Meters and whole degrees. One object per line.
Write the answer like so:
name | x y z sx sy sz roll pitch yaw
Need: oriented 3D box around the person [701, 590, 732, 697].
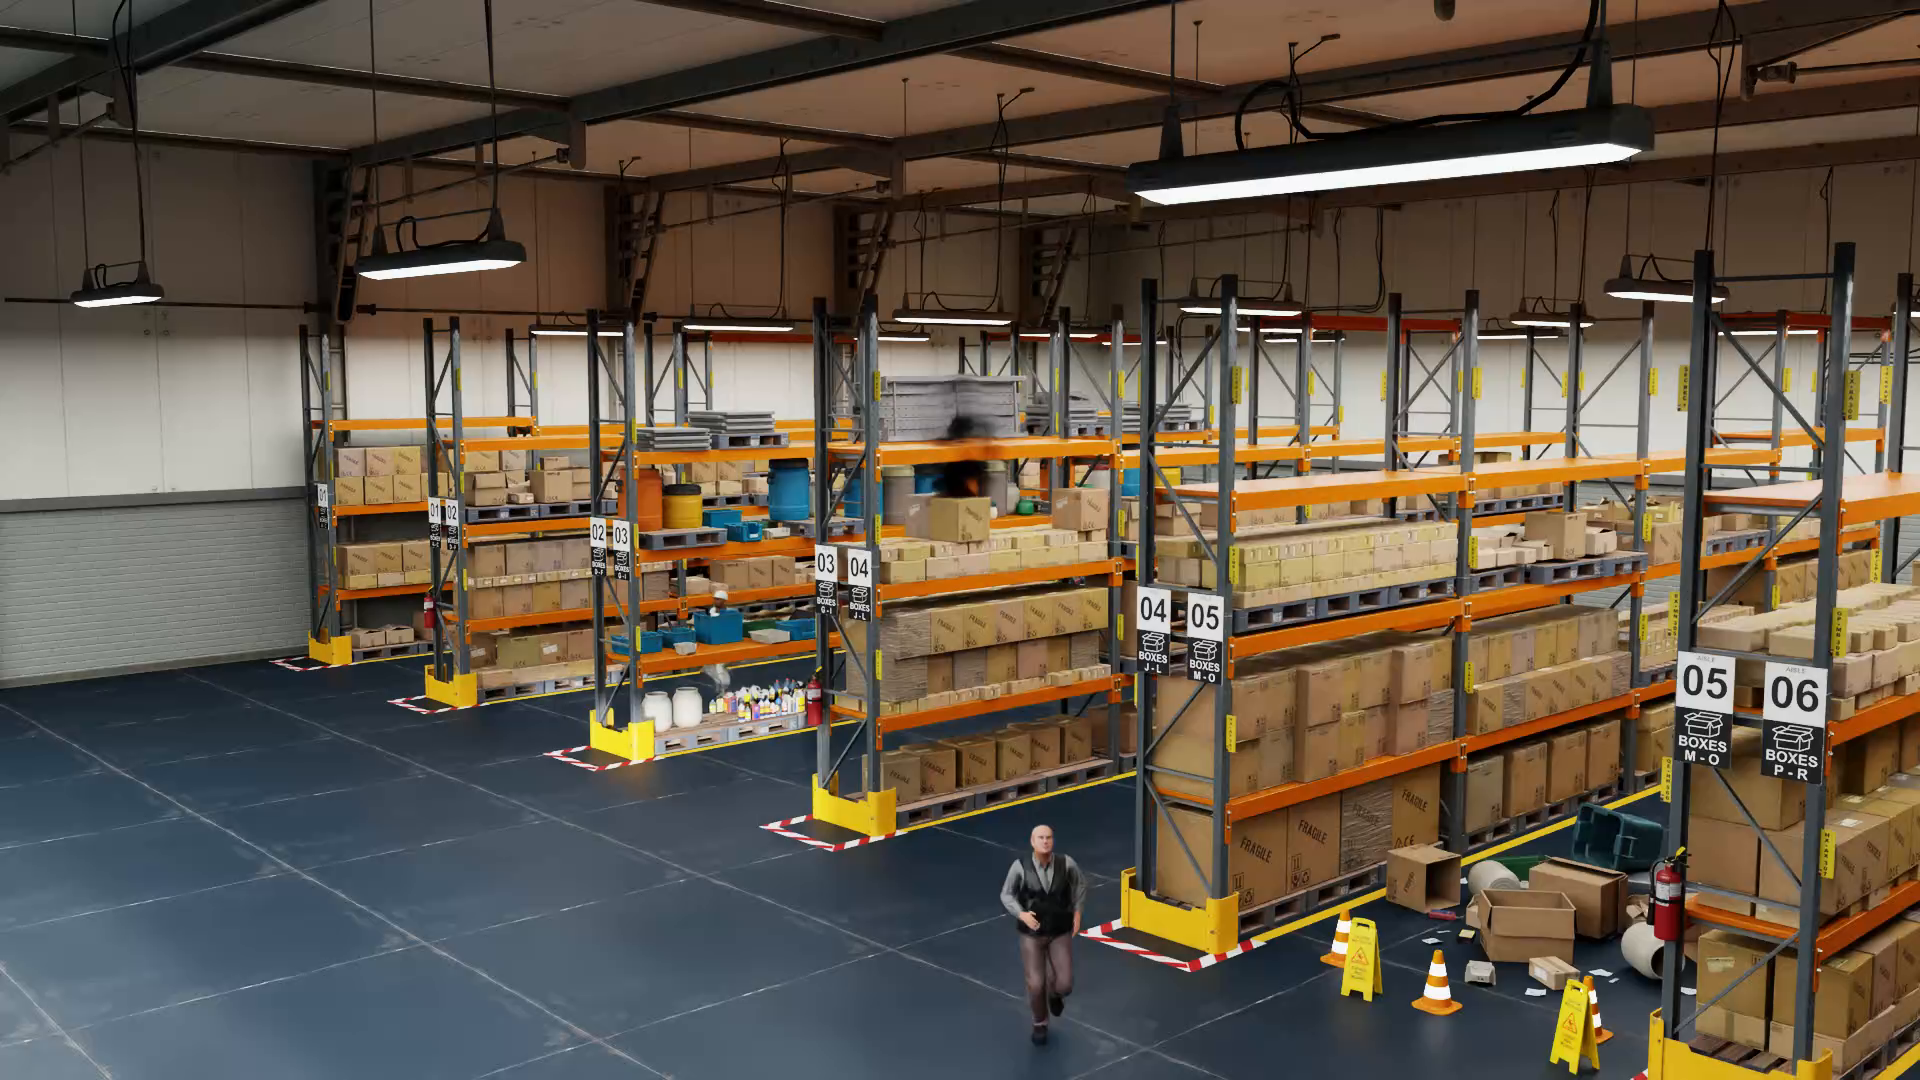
person | -3.828 1.653 26.210 0.690 1.721 0.588 4 7 33

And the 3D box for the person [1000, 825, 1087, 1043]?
person | 0.659 3.036 12.845 0.698 1.688 0.591 -1 6 -6
